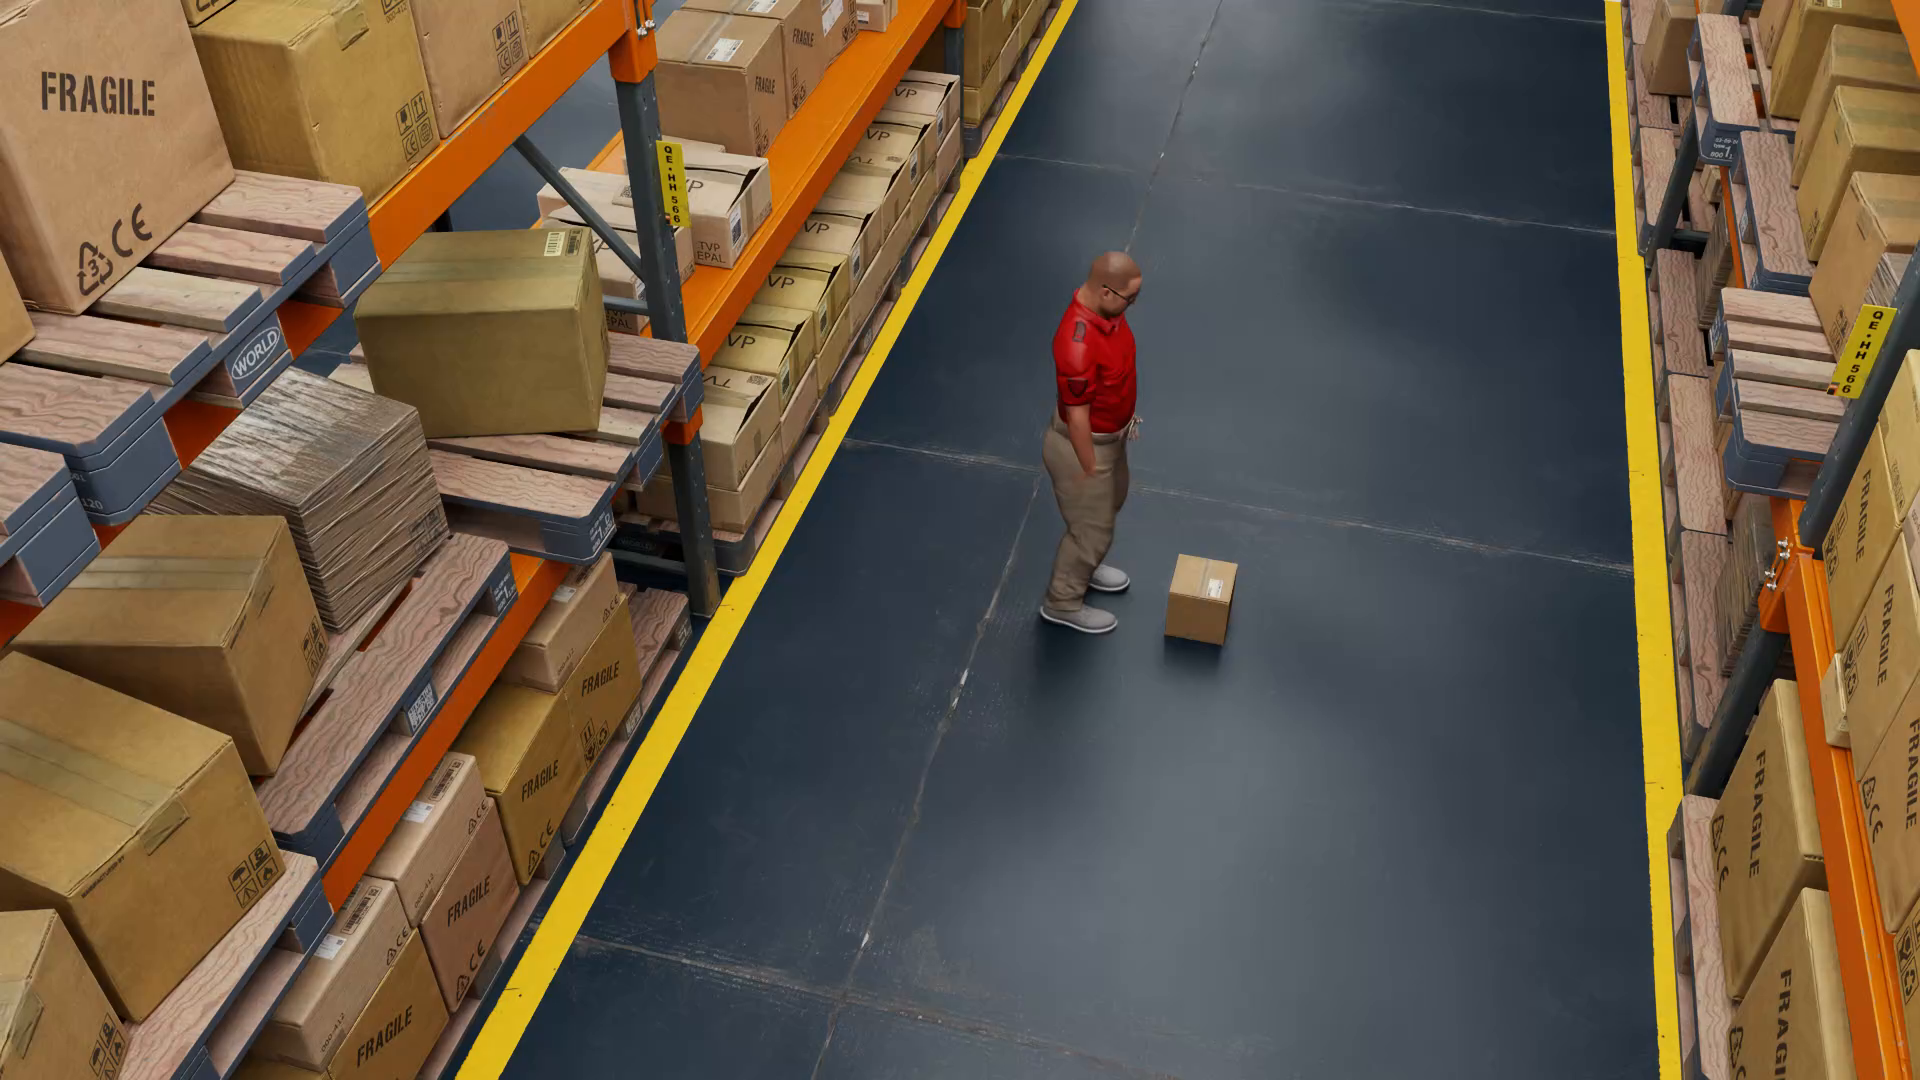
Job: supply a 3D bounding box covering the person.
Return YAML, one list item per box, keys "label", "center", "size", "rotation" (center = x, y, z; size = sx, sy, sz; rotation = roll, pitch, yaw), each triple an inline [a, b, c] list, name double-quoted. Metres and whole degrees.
- label: "person"
  center: [0.534, -0.404, 6.660]
  size: [0.367, 1.713, 0.538]
  rotation: [11, 42, 12]
